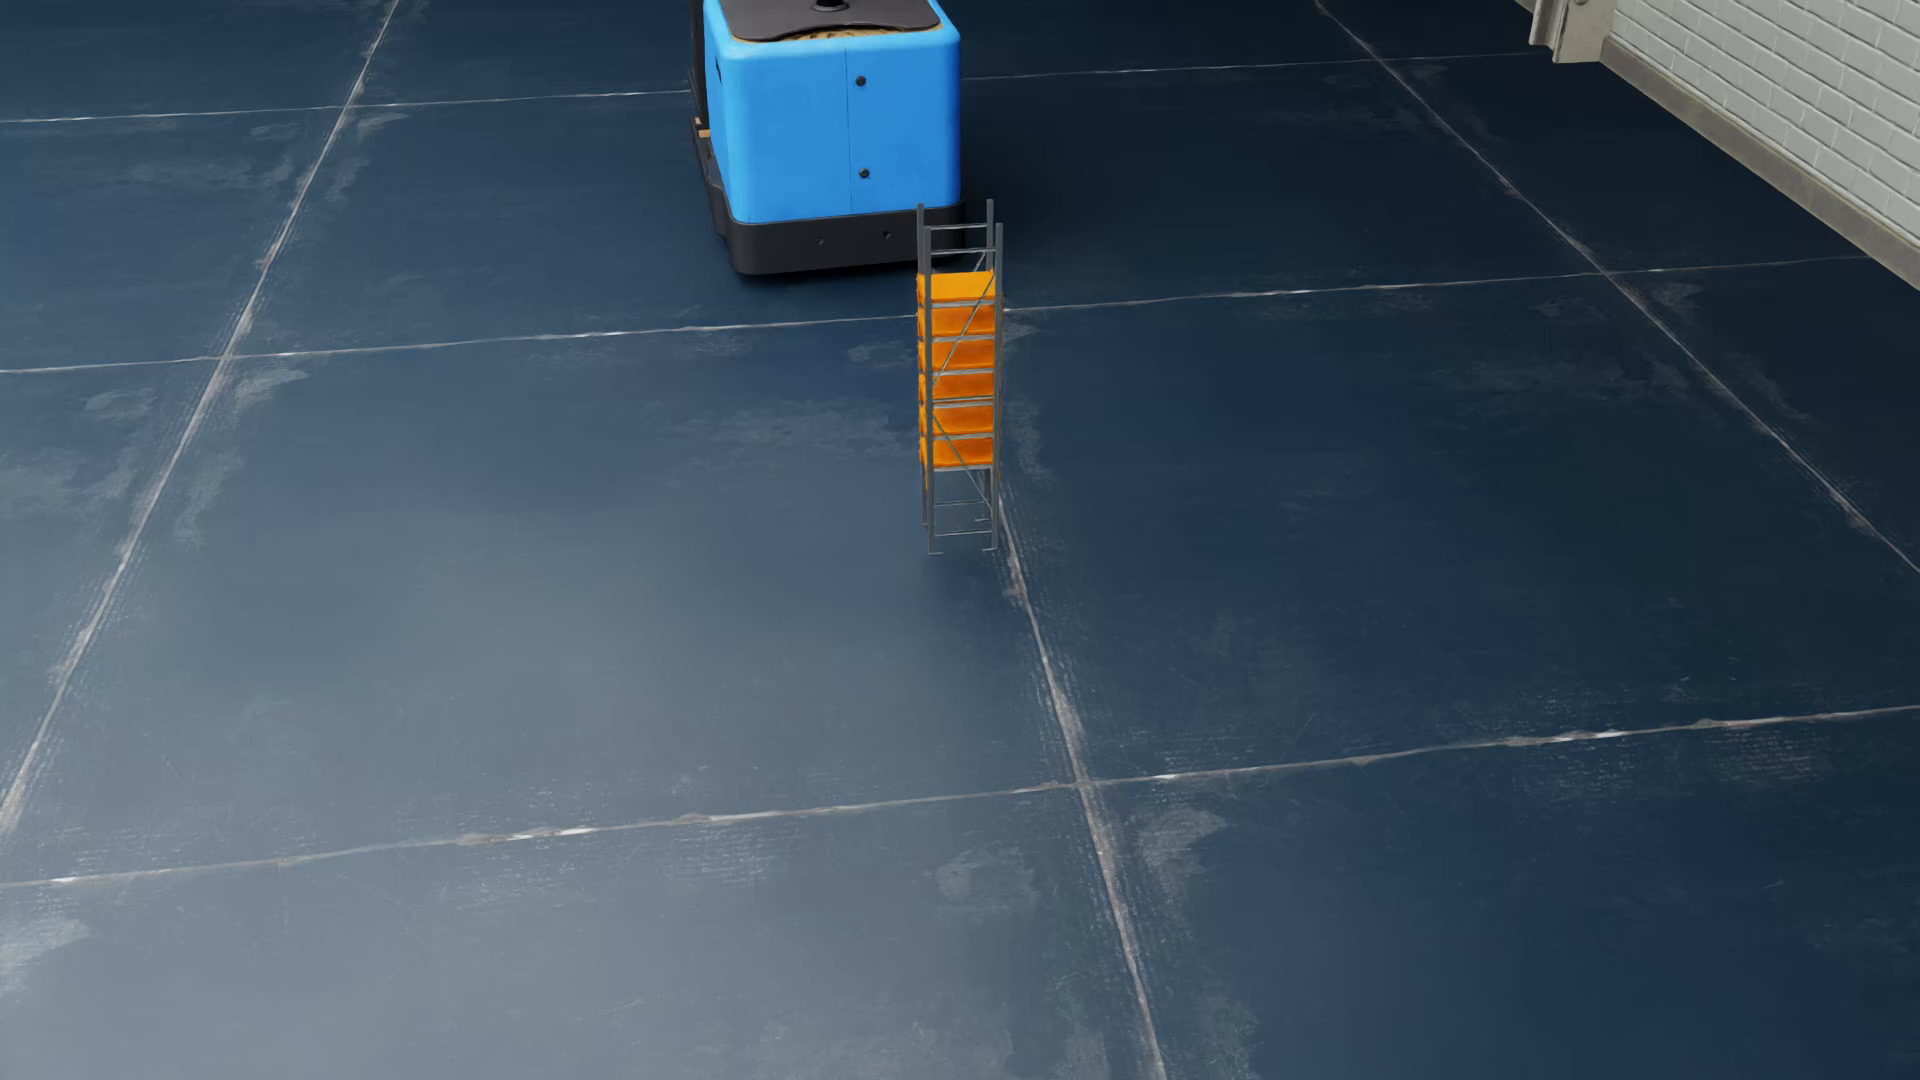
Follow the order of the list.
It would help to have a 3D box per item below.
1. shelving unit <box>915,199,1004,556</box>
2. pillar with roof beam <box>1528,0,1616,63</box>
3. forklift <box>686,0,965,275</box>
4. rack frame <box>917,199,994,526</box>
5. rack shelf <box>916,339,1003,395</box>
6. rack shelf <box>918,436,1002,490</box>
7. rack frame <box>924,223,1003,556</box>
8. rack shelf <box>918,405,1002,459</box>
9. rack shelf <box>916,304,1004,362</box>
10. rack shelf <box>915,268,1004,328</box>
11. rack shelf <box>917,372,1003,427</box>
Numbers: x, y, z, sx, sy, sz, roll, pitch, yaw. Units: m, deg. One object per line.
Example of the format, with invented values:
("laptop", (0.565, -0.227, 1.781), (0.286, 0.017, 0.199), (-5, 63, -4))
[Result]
("shelving unit", (-0.002, -0.504, 5.424), (0.258, 1.200, 0.189), (-4, 35, -6))
("pillar with roof beam", (-0.584, -6.362, 7.095), (9.100, 9.000, 0.400), (-4, 35, -6))
("forklift", (-0.807, -3.205, 7.850), (1.130, 2.935, 3.031), (-7, 35, -11))
("rack frame", (-0.014, -0.555, 5.499), (0.240, 1.200, 0.006), (-4, 35, -6))
("rack shelf", (-0.002, -0.566, 5.381), (0.258, 0.103, 0.180), (-4, 35, -6))
("rack shelf", (-0.002, -0.269, 5.584), (0.258, 0.103, 0.180), (-4, 35, -6))
("rack frame", (0.010, -0.453, 5.349), (0.240, 1.200, 0.006), (-4, 35, -6))
("rack shelf", (-0.002, -0.368, 5.517), (0.258, 0.103, 0.180), (-4, 35, -6))
("rack shelf", (-0.002, -0.665, 5.314), (0.258, 0.103, 0.180), (-4, 35, -6))
("rack shelf", (-0.002, -0.765, 5.246), (0.258, 0.103, 0.180), (-4, 35, -6))
("rack shelf", (-0.002, -0.467, 5.449), (0.258, 0.103, 0.180), (-4, 35, -6))
